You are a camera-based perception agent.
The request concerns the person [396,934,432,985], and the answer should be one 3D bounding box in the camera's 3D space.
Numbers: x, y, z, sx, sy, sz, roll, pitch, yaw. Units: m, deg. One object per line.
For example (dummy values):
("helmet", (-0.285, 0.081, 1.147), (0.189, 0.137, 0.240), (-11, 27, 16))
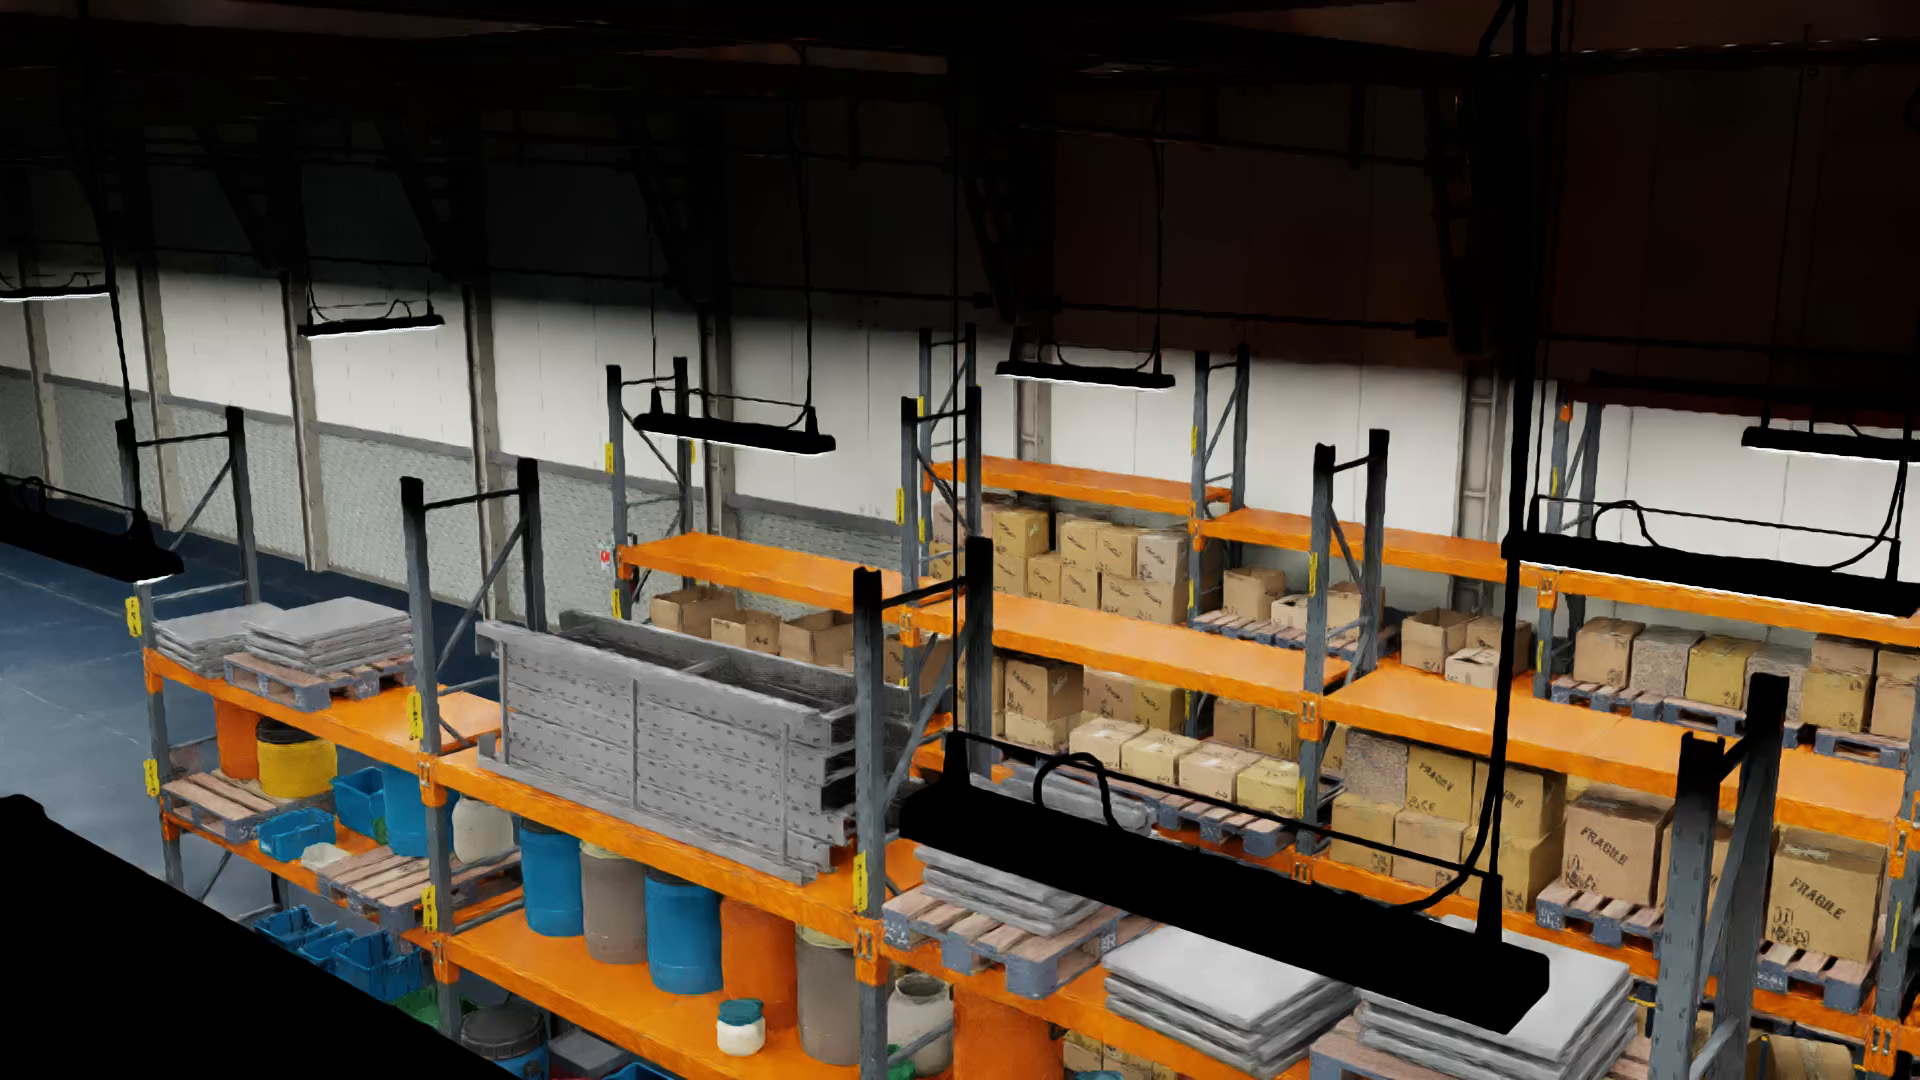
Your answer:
("person", (-5.489, 3.588, 16.614), (0.574, 1.672, 0.960), (-7, 14, -29))
